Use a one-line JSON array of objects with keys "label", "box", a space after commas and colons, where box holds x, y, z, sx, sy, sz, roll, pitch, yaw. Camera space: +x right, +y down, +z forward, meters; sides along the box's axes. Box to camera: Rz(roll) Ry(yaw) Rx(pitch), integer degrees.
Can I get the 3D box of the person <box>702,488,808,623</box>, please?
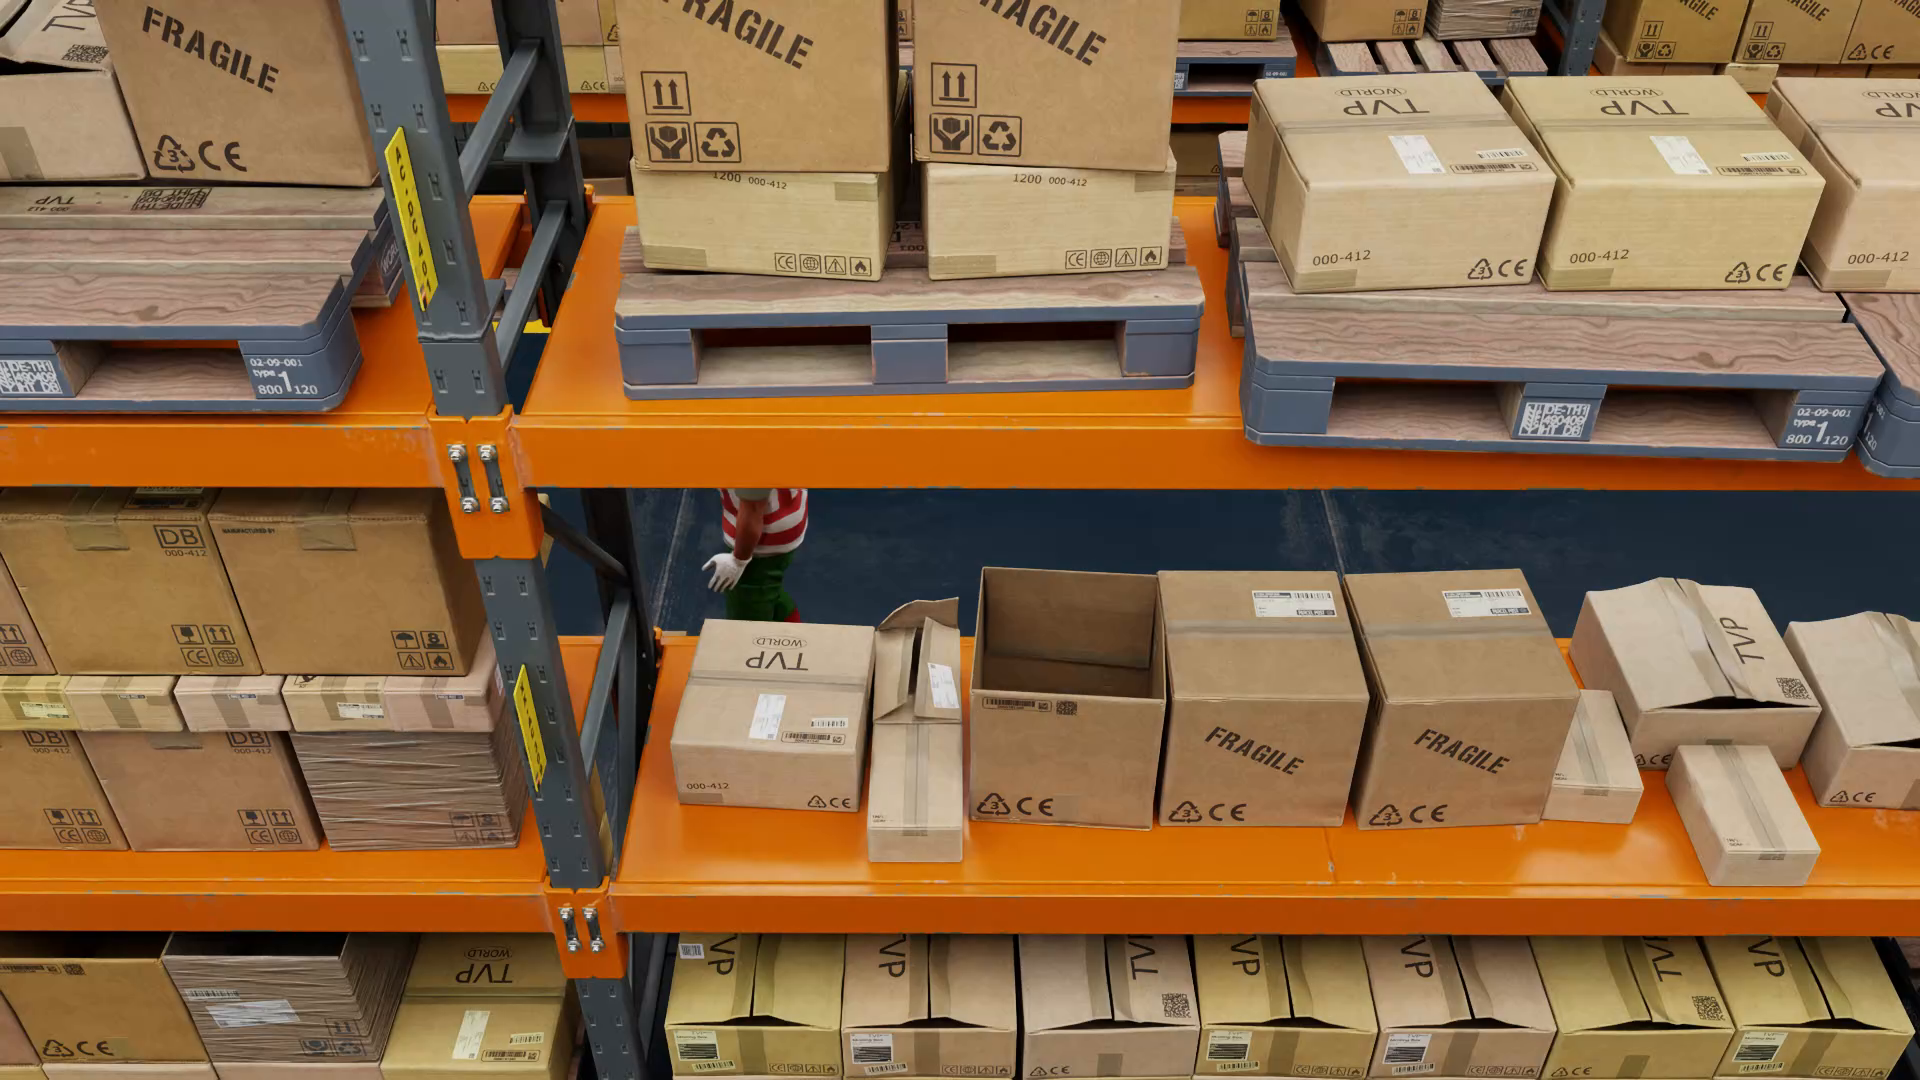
[{"label": "person", "box": [-0.766, -0.033, 6.197, 0.400, 1.763, 0.534, 1, 39, 1]}]
